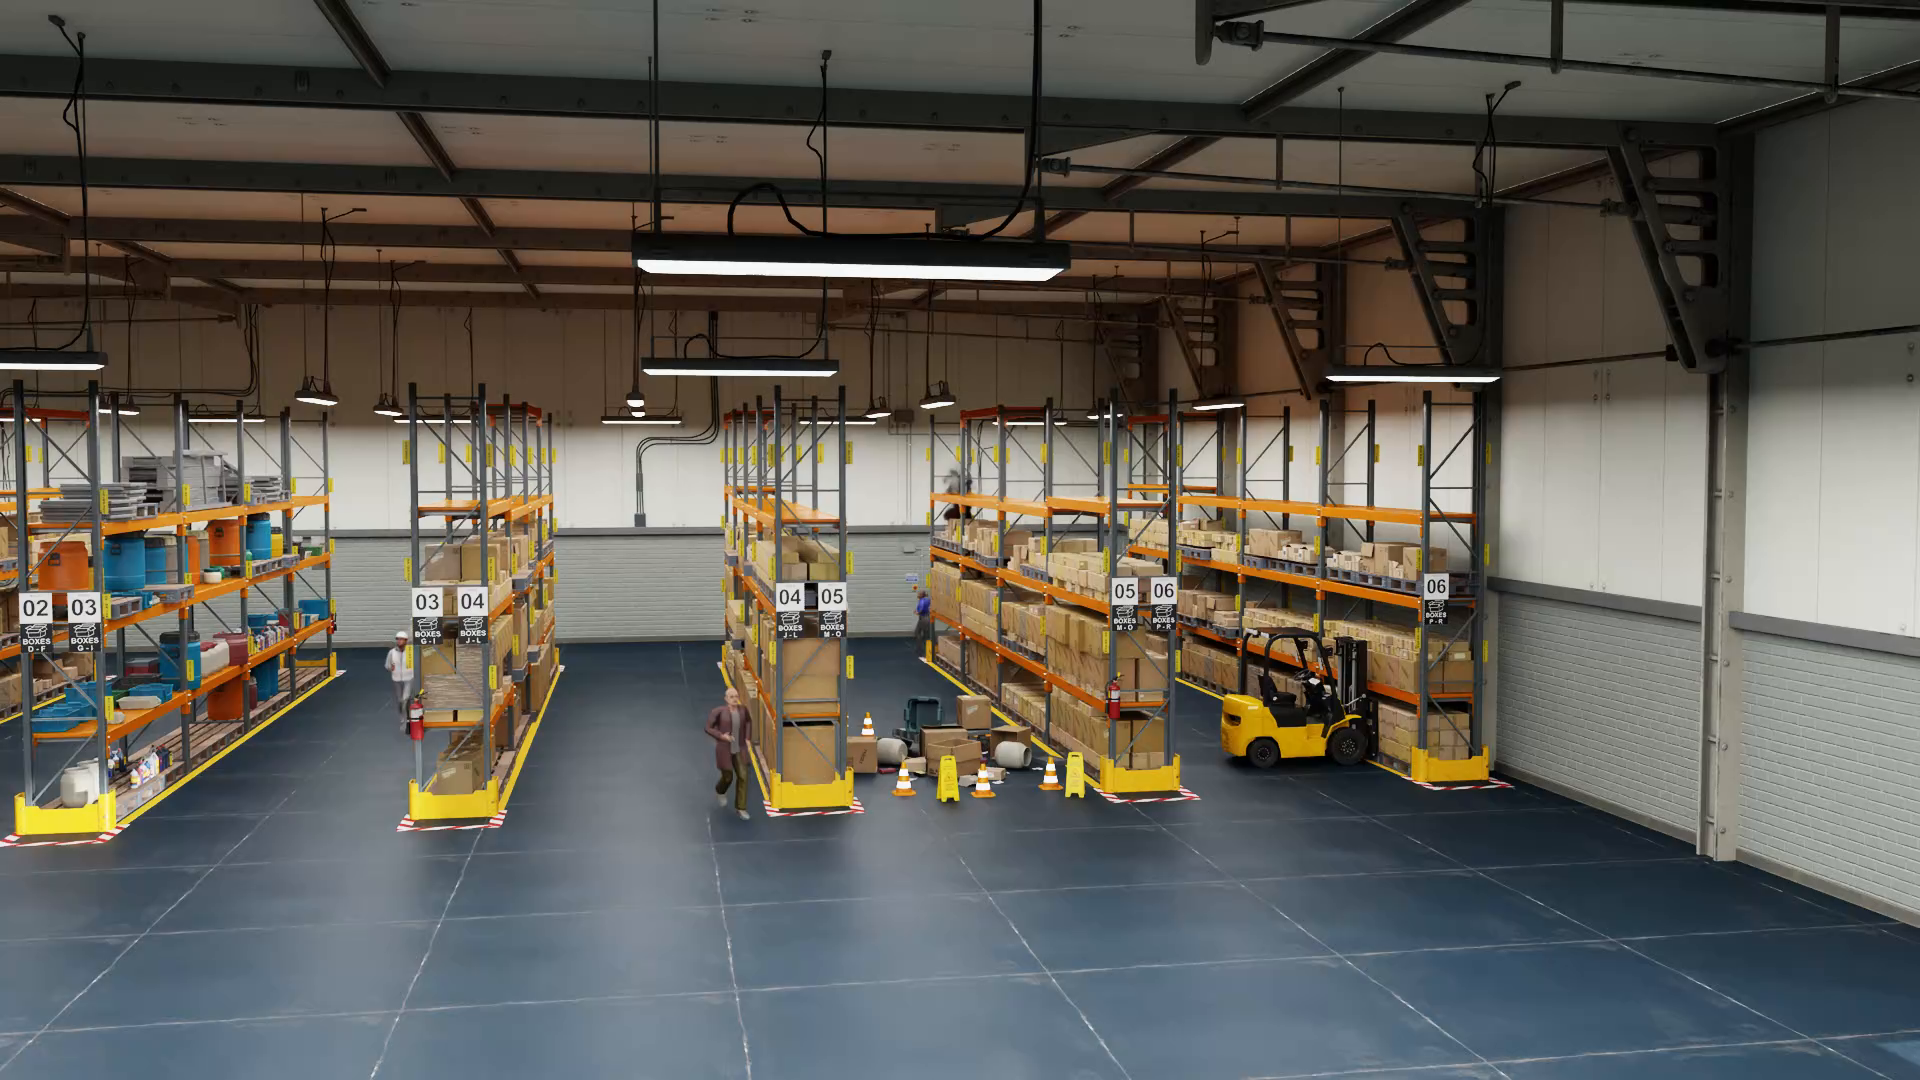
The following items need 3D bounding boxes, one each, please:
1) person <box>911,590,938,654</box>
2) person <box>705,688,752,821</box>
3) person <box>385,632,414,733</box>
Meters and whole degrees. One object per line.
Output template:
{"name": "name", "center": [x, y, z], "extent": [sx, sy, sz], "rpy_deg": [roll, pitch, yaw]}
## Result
{"name": "person", "center": [-0.860, 2.085, 41.735], "extent": [0.781, 1.690, 0.598], "rpy_deg": [0, 3, 3]}
{"name": "person", "center": [-3.197, 2.952, 23.178], "extent": [0.749, 1.786, 0.967], "rpy_deg": [-2, 3, -28]}
{"name": "person", "center": [-10.195, 2.568, 30.528], "extent": [0.667, 1.792, 0.969], "rpy_deg": [0, 3, -3]}
